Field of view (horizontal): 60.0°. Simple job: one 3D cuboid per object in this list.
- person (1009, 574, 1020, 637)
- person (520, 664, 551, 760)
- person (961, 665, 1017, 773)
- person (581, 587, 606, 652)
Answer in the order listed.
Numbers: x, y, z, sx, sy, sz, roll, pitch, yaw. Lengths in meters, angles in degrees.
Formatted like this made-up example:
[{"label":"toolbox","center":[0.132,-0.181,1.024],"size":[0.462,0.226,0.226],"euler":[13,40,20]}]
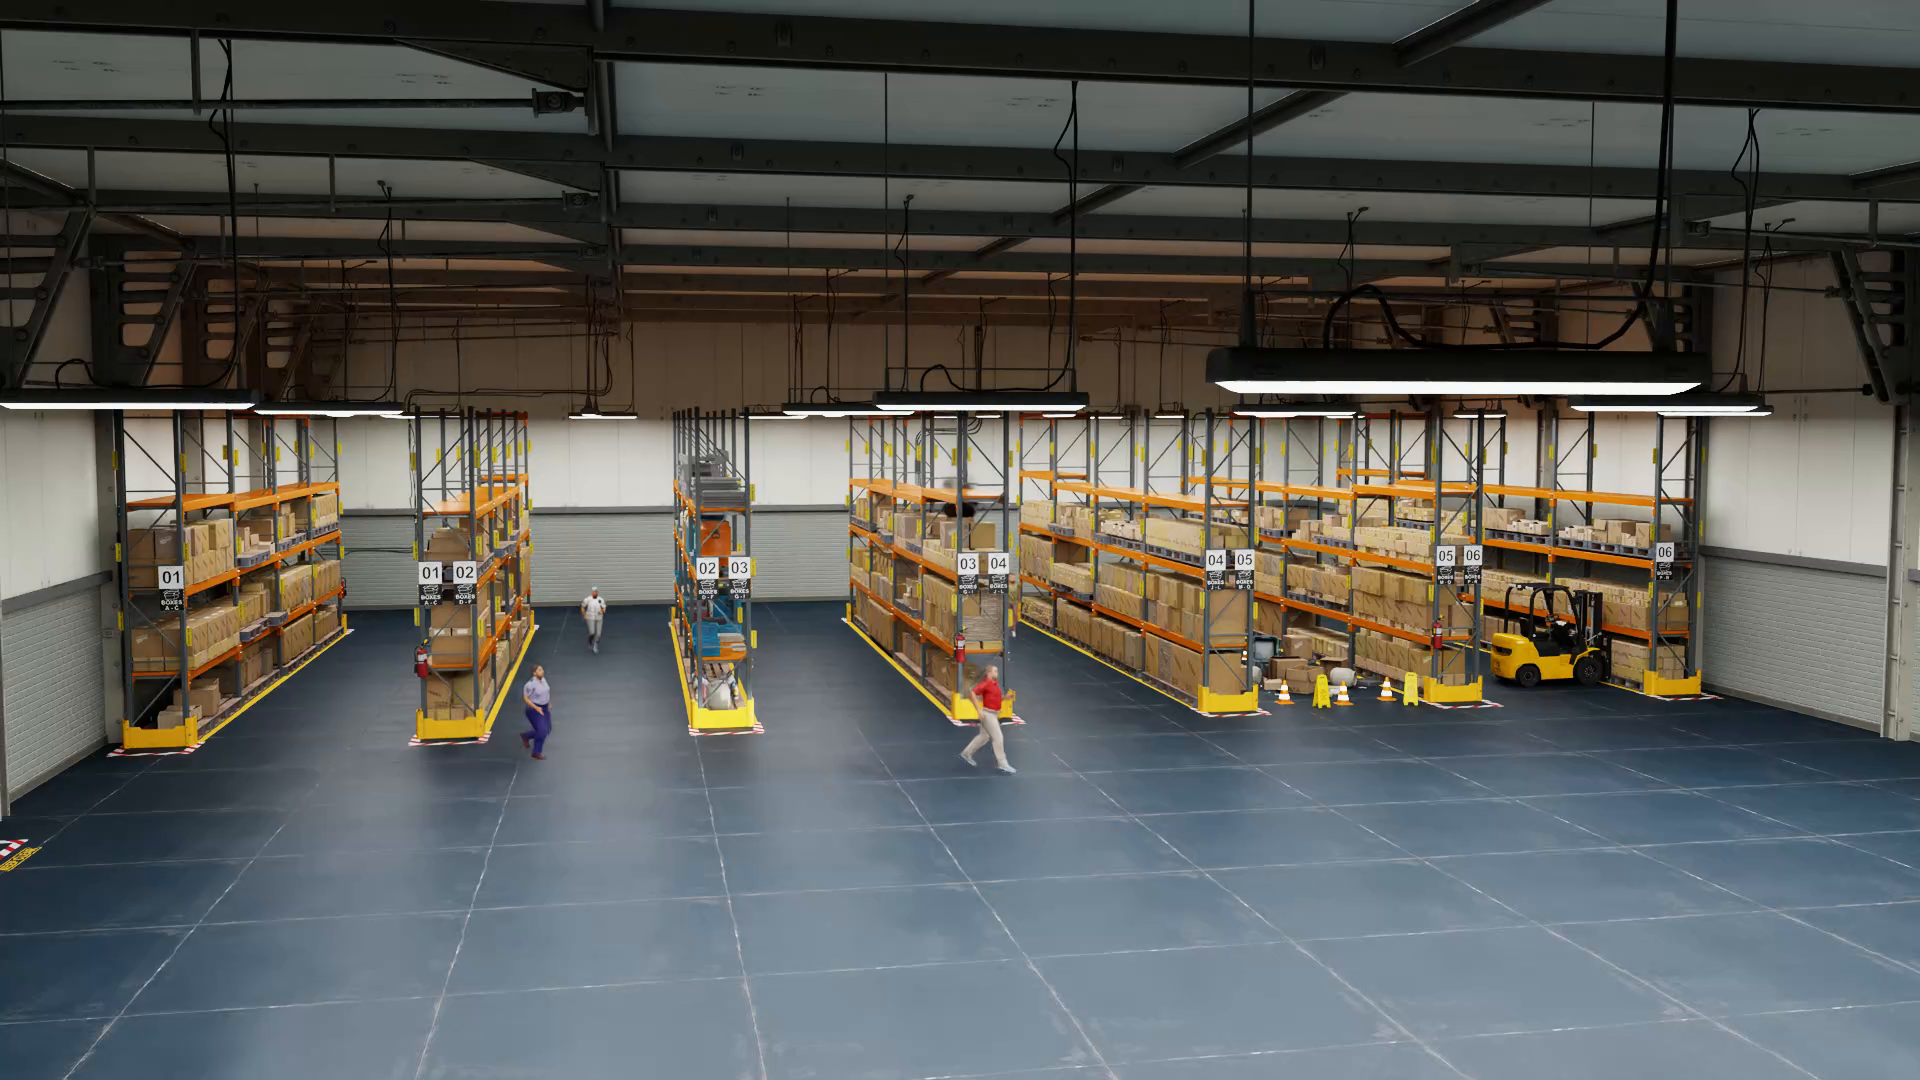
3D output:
[{"label":"person","center":[1.362,1.719,44.609],"size":[0.599,1.671,1.013],"euler":[-1,4,-17]},{"label":"person","center":[-7.255,2.924,28.329],"size":[0.621,1.622,0.615],"euler":[2,4,22]},{"label":"person","center":[0.471,2.904,27.178],"size":[0.949,1.742,0.652],"euler":[1,4,13]},{"label":"person","center":[-9.047,1.978,41.179],"size":[0.592,1.629,0.583],"euler":[-2,4,-23]}]
